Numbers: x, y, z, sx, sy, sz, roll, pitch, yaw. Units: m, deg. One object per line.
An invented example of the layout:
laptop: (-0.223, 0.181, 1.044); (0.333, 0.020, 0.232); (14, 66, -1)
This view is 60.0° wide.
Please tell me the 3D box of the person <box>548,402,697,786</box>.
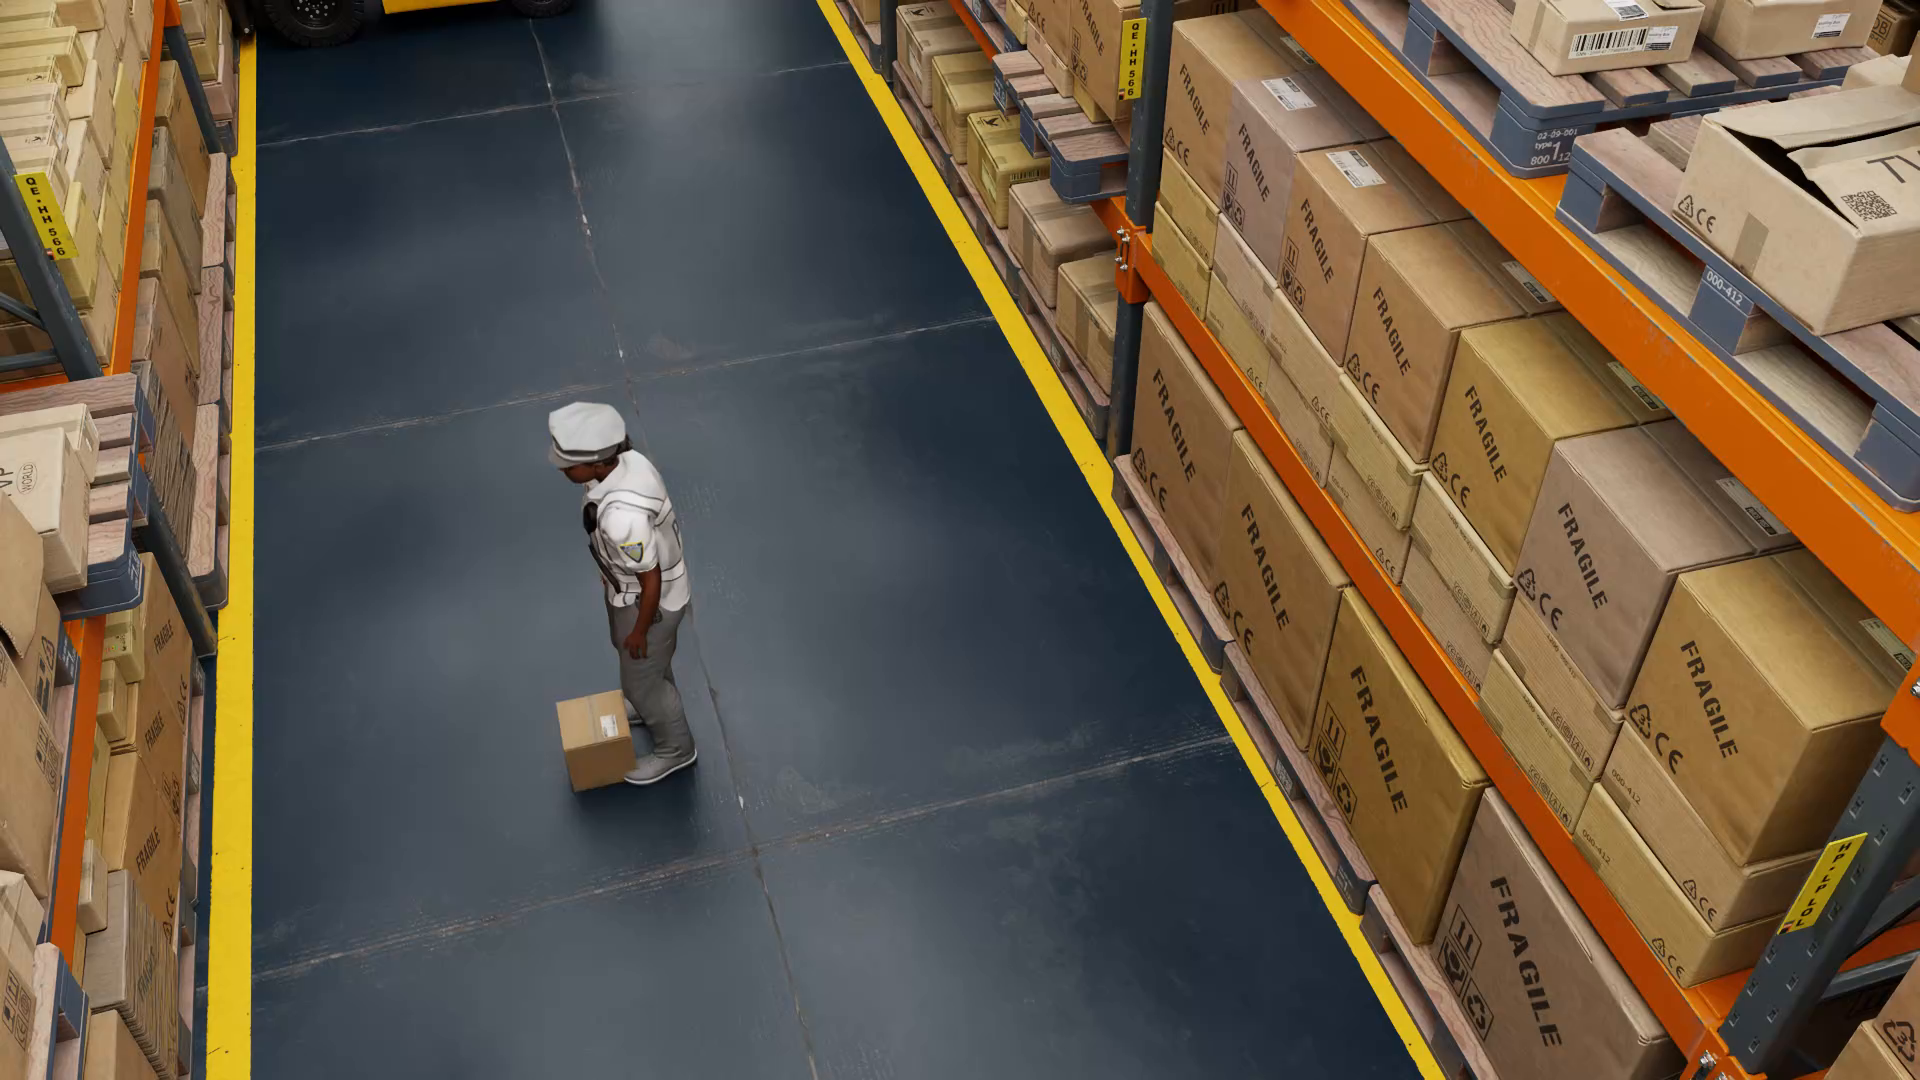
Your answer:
person: (-1.167, 0.187, 5.956); (0.388, 1.659, 0.506); (-13, 44, -14)
